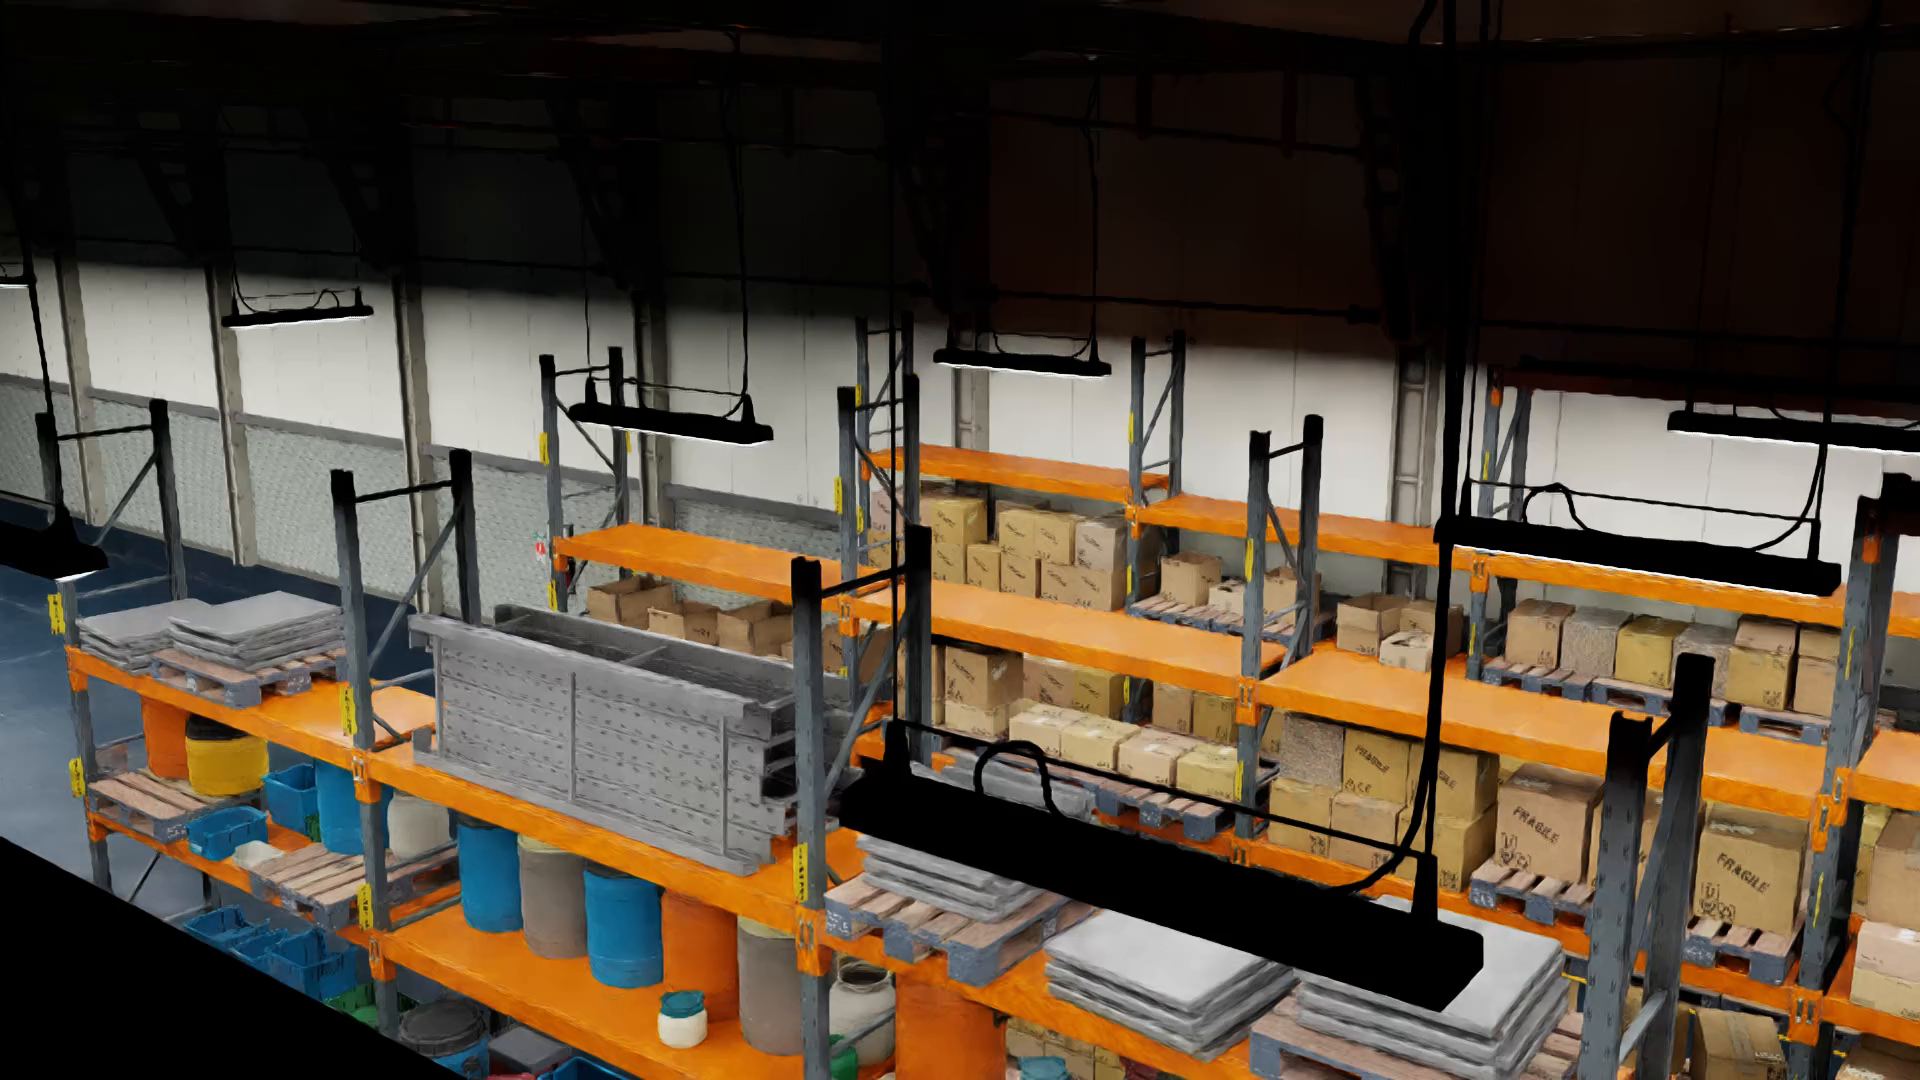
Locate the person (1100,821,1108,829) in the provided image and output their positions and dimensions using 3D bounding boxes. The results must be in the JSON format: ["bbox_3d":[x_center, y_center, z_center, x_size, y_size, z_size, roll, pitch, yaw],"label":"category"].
[{"bbox_3d":[1.413,3.236,17.703,1.016,1.604,0.446,7,15,28],"label":"person"}]
